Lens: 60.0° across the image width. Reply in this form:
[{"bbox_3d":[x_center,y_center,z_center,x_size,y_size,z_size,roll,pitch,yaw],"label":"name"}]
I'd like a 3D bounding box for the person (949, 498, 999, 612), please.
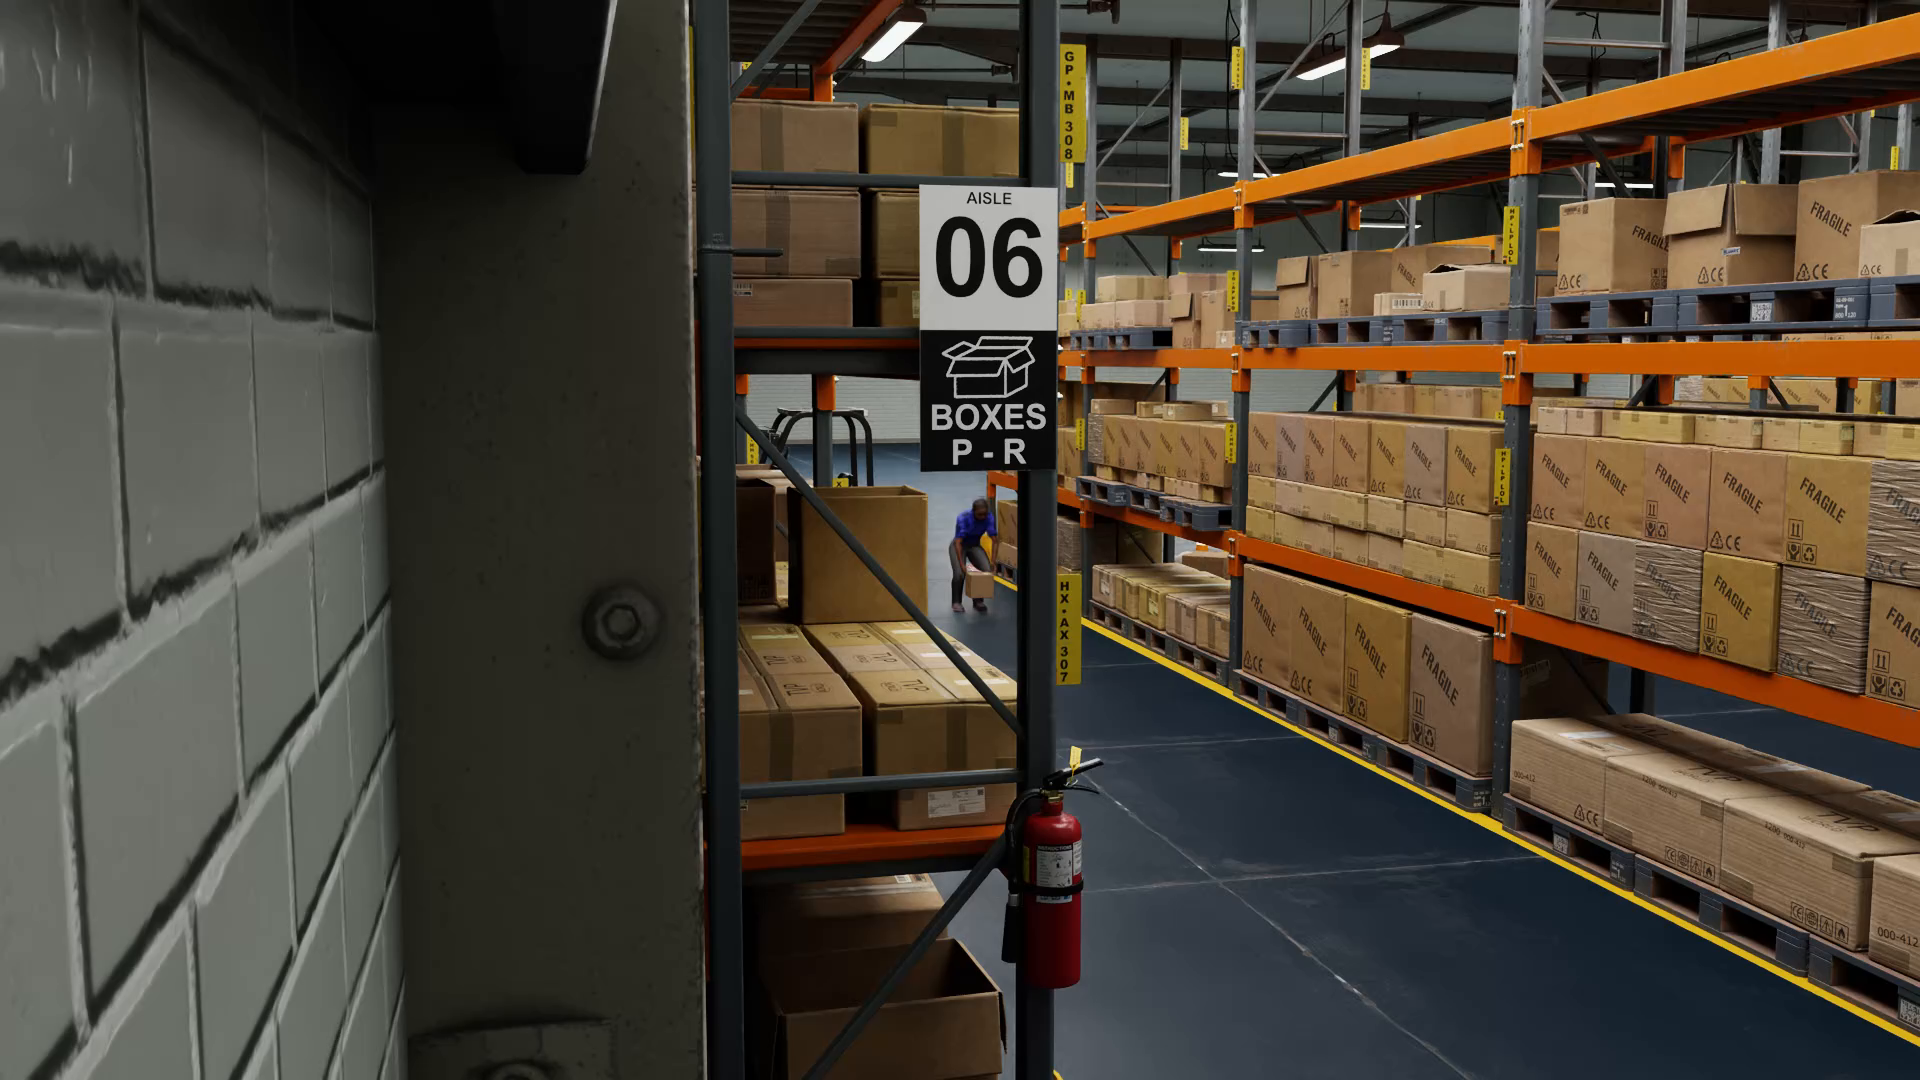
[{"bbox_3d":[0.151,0.149,18.002,0.500,1.252,0.694,-2,6,-15],"label":"person"}]
